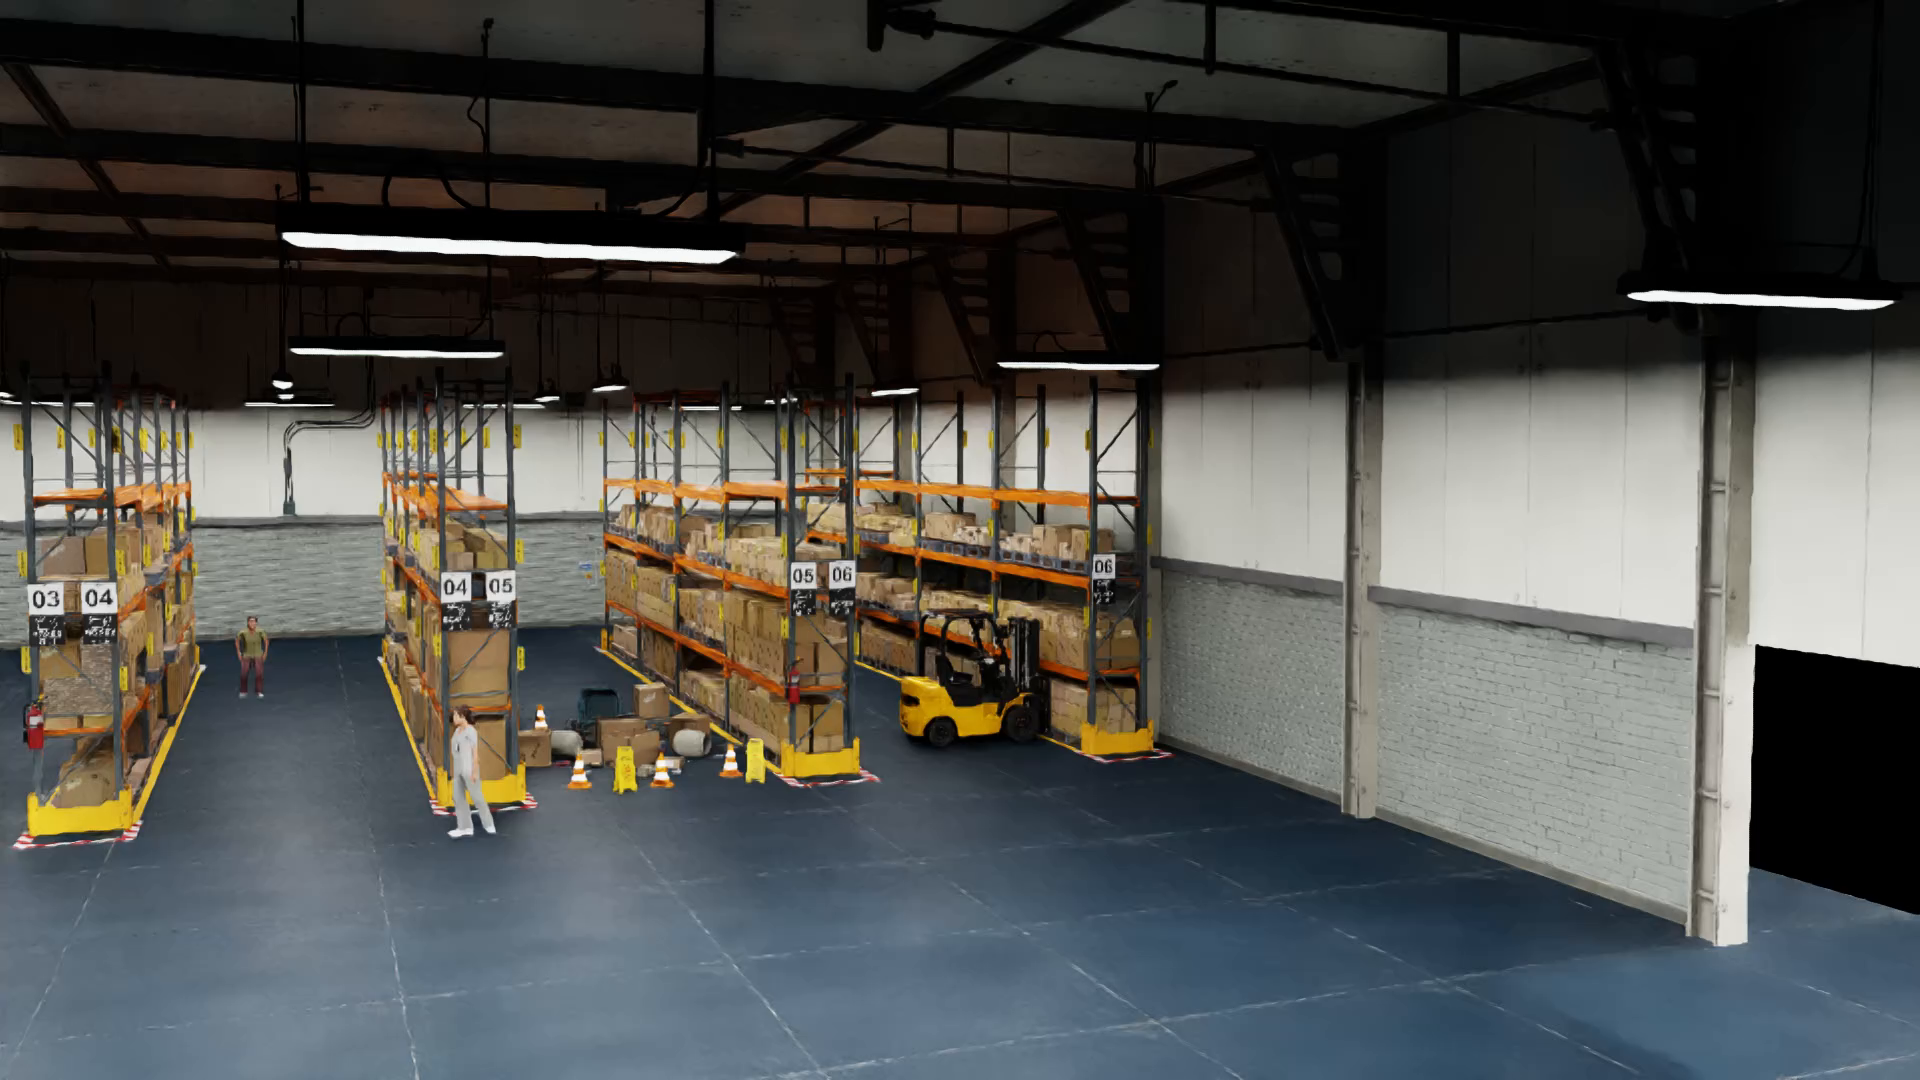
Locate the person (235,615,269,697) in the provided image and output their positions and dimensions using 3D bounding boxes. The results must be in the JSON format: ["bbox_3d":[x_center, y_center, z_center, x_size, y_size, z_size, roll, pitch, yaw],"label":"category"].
[{"bbox_3d":[-13.749,2.258,32.302,0.598,1.618,0.506,-1,4,-23],"label":"person"}]

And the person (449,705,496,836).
[{"bbox_3d":[-6.194,2.910,21.081,0.563,1.662,0.530,3,5,41],"label":"person"}]
